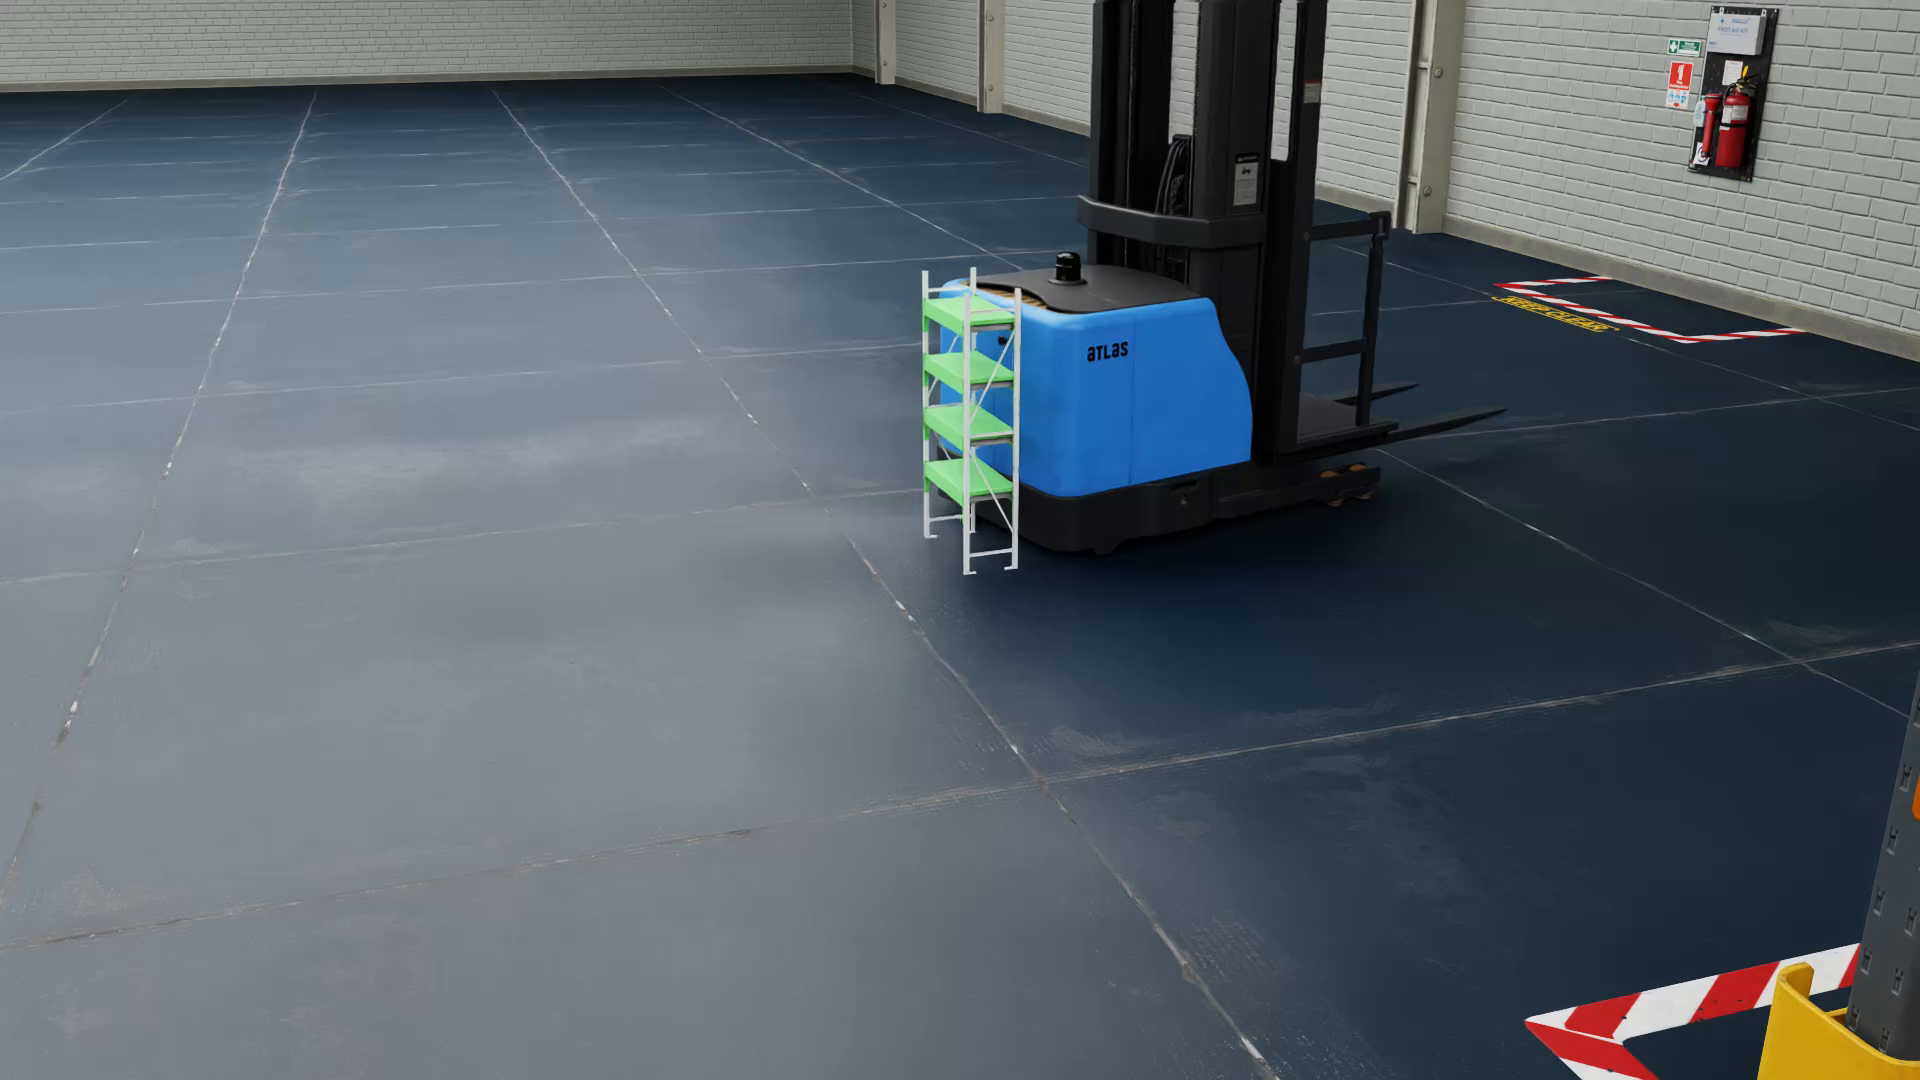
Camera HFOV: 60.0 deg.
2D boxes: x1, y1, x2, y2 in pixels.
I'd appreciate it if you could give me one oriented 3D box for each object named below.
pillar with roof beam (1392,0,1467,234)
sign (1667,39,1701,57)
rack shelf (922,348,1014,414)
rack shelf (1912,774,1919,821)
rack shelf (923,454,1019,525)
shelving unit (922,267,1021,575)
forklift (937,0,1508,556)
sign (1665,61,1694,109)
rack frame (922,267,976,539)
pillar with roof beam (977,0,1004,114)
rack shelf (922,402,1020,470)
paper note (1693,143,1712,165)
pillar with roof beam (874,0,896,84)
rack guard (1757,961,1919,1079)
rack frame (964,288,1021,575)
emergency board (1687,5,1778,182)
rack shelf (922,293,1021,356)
[{"bbox_3d":[0.166,-6.657,12.639,9.100,9.000,0.400,-6,21,-17],"label":"pillar with roof beam"},{"bbox_3d":[5.315,-3.615,12.208,0.001,0.109,0.331,-6,21,-17],"label":"sign"},{"bbox_3d":[0.042,-0.675,6.999,0.258,0.148,0.480,-7,21,-20],"label":"rack shelf"},{"bbox_3d":[2.910,0.935,1.441,1.077,0.370,4.000,-6,21,-17],"label":"rack shelf"},{"bbox_3d":[0.042,-0.223,7.161,0.258,0.148,0.480,-7,21,-20],"label":"rack shelf"},{"bbox_3d":[0.042,-0.509,7.058,0.258,1.200,0.503,-7,21,-20],"label":"shelving unit"},{"bbox_3d":[1.409,-1.673,7.739,3.031,2.935,1.130,-12,23,-31],"label":"forklift"},{"bbox_3d":[5.322,-3.368,12.304,0.001,0.329,0.234,-6,21,-17],"label":"sign"},{"bbox_3d":[-0.046,-0.586,7.273,0.240,1.200,0.015,-7,21,-20],"label":"rack frame"},{"bbox_3d":[-3.606,-10.508,23.361,9.100,9.000,0.400,-6,21,-17],"label":"pillar with roof beam"},{"bbox_3d":[0.042,-0.449,7.080,0.258,0.148,0.480,-7,21,-20],"label":"rack shelf"},{"bbox_3d":[5.408,-2.813,12.113,0.016,0.148,0.142,-6,21,-17],"label":"paper note"},{"bbox_3d":[-5.492,-12.434,28.721,9.100,9.000,0.400,-6,21,-17],"label":"pillar with roof beam"},{"bbox_3d":[2.274,1.123,3.551,1.175,0.500,0.348,-6,21,-17],"label":"rack guard"},{"bbox_3d":[0.130,-0.432,6.844,0.240,1.200,0.015,-7,21,-20],"label":"rack frame"},{"bbox_3d":[5.398,-3.163,11.786,0.194,1.169,0.643,-6,21,-17],"label":"emergency board"},{"bbox_3d":[0.042,-0.901,6.918,0.258,0.148,0.480,-7,21,-20],"label":"rack shelf"}]
